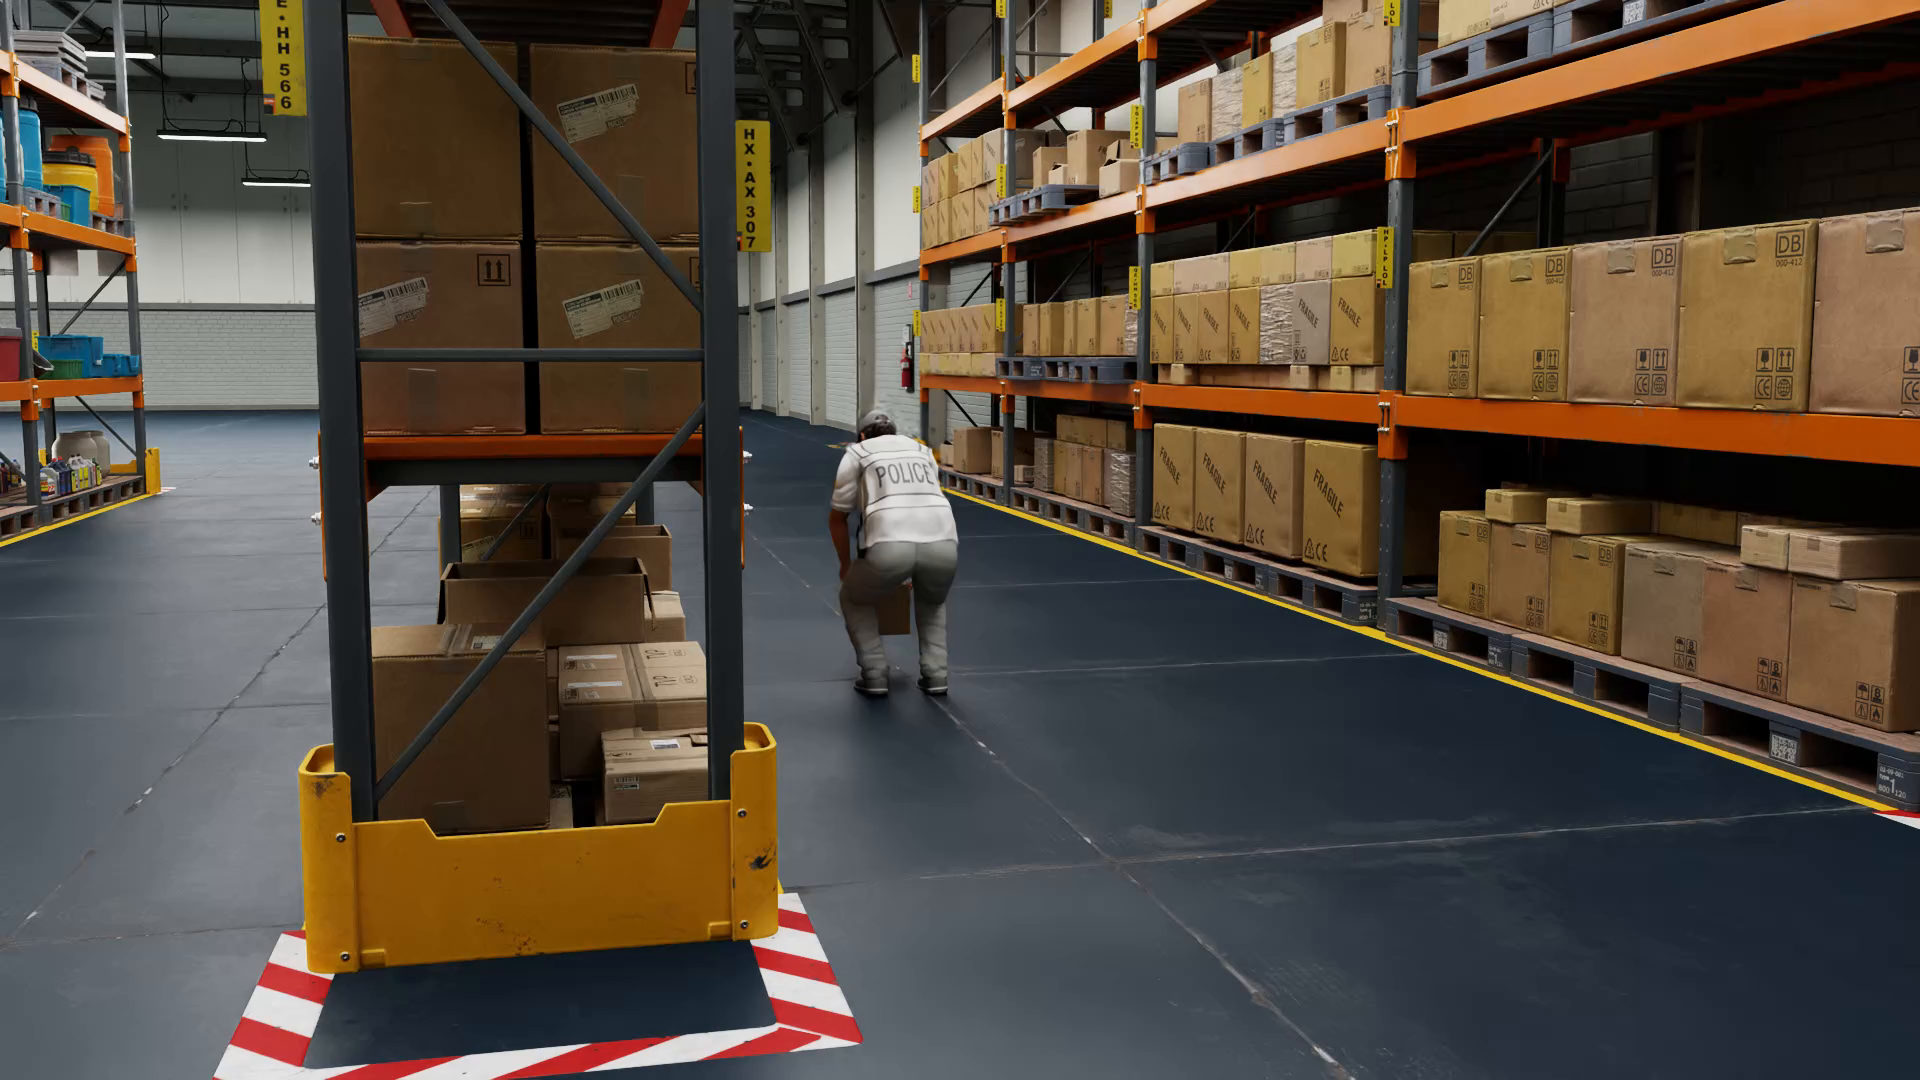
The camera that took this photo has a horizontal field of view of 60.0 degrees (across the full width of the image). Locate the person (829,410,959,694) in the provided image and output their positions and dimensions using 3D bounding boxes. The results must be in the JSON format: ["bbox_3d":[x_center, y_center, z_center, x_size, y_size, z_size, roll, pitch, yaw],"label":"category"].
[{"bbox_3d":[-0.309,0.057,7.522,0.538,1.268,0.783,-2,6,-14],"label":"person"}]
